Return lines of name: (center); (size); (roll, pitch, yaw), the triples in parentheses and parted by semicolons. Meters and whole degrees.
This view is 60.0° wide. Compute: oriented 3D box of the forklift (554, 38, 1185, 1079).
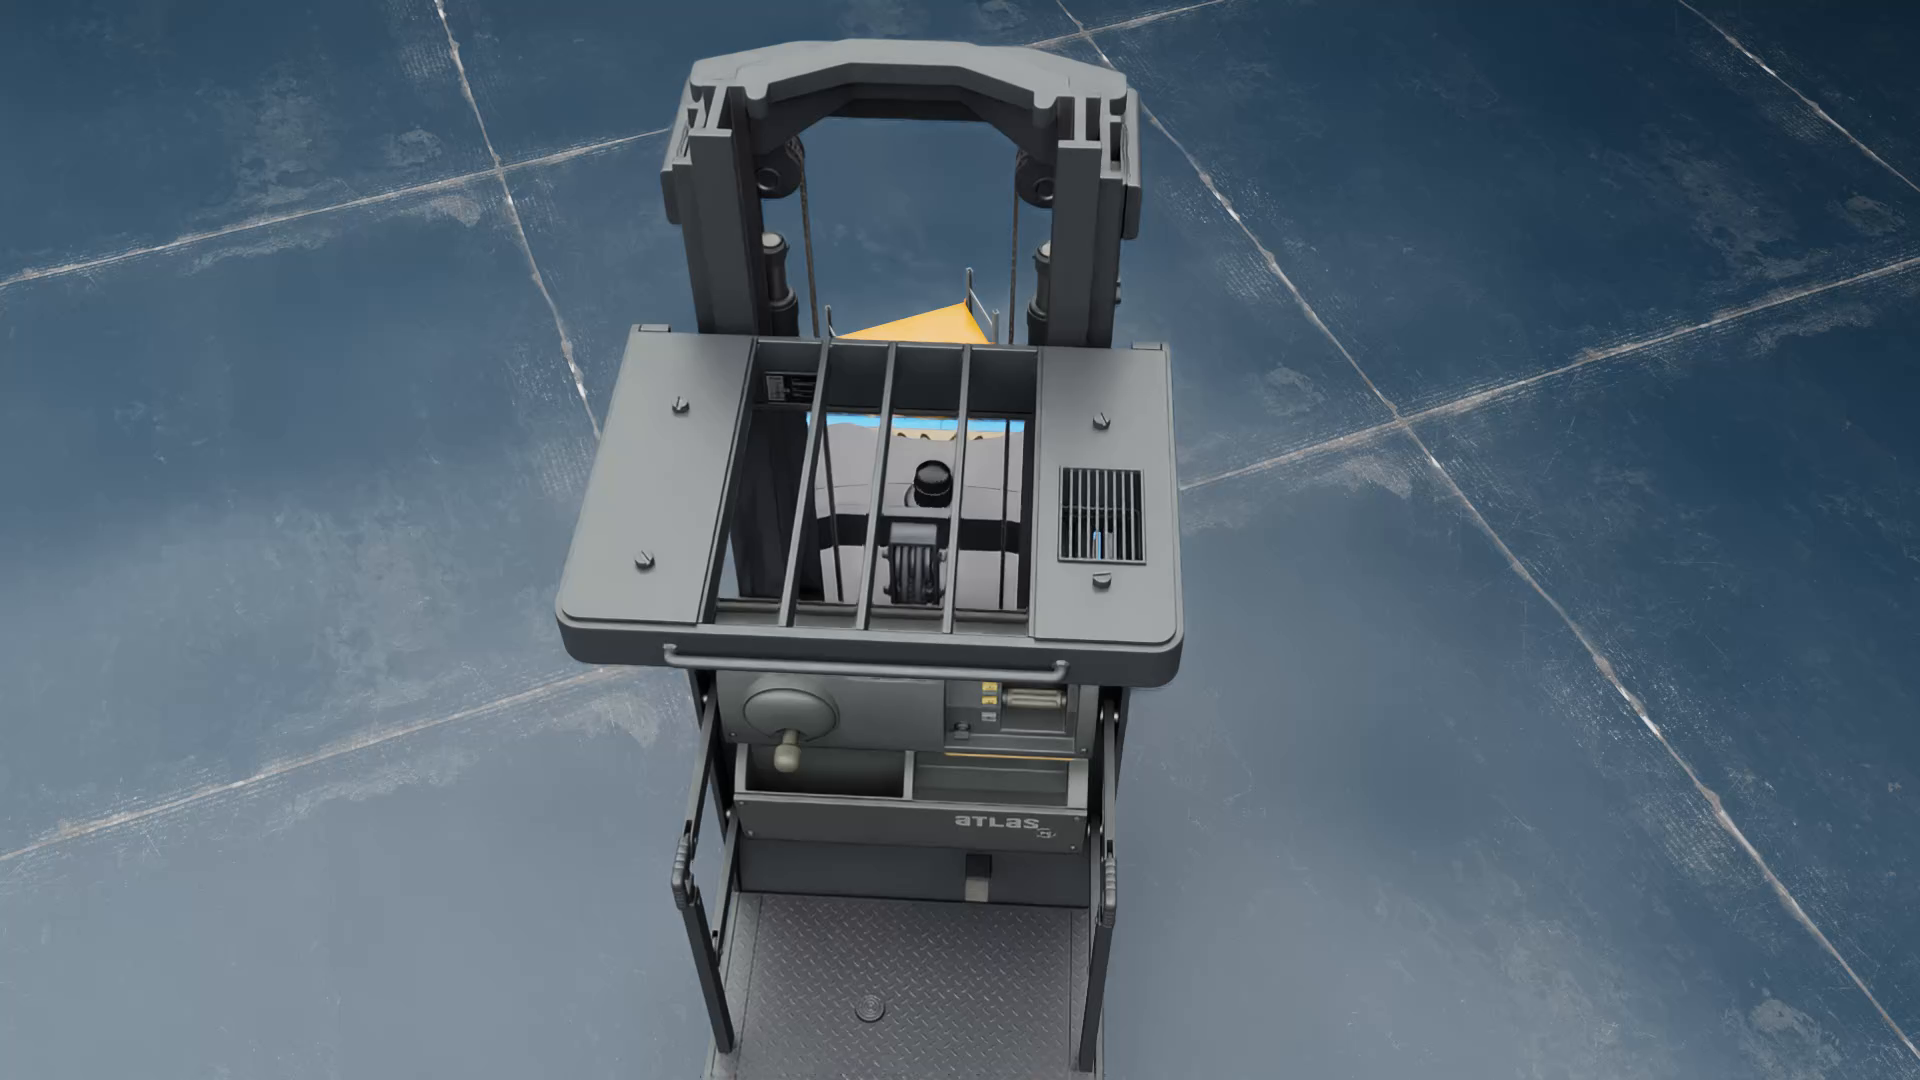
forklift: (-0.137, 0.487, 3.900); (1.130, 2.935, 3.031); (2, 49, 2)

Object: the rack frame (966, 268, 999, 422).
rack frame: (0.073, -0.413, 5.814); (0.015, 1.200, 0.240); (-17, 52, -14)

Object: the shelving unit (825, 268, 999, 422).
shelving unit: (-0.153, -0.343, 5.754); (0.503, 1.200, 0.258); (-17, 52, -14)

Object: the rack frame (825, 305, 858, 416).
rack frame: (-0.379, -0.273, 5.694); (0.015, 1.200, 0.240); (-17, 52, -14)

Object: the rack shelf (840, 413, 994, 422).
rack shelf: (-0.153, -0.445, 5.635); (0.480, 0.148, 0.258); (-17, 52, -14)

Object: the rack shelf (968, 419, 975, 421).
rack shelf: (-0.153, -0.300, 5.805); (0.480, 0.148, 0.258); (-17, 52, -14)

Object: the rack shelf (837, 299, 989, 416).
rack shelf: (-0.153, -0.599, 5.456); (0.480, 0.148, 0.258); (-17, 52, -14)
